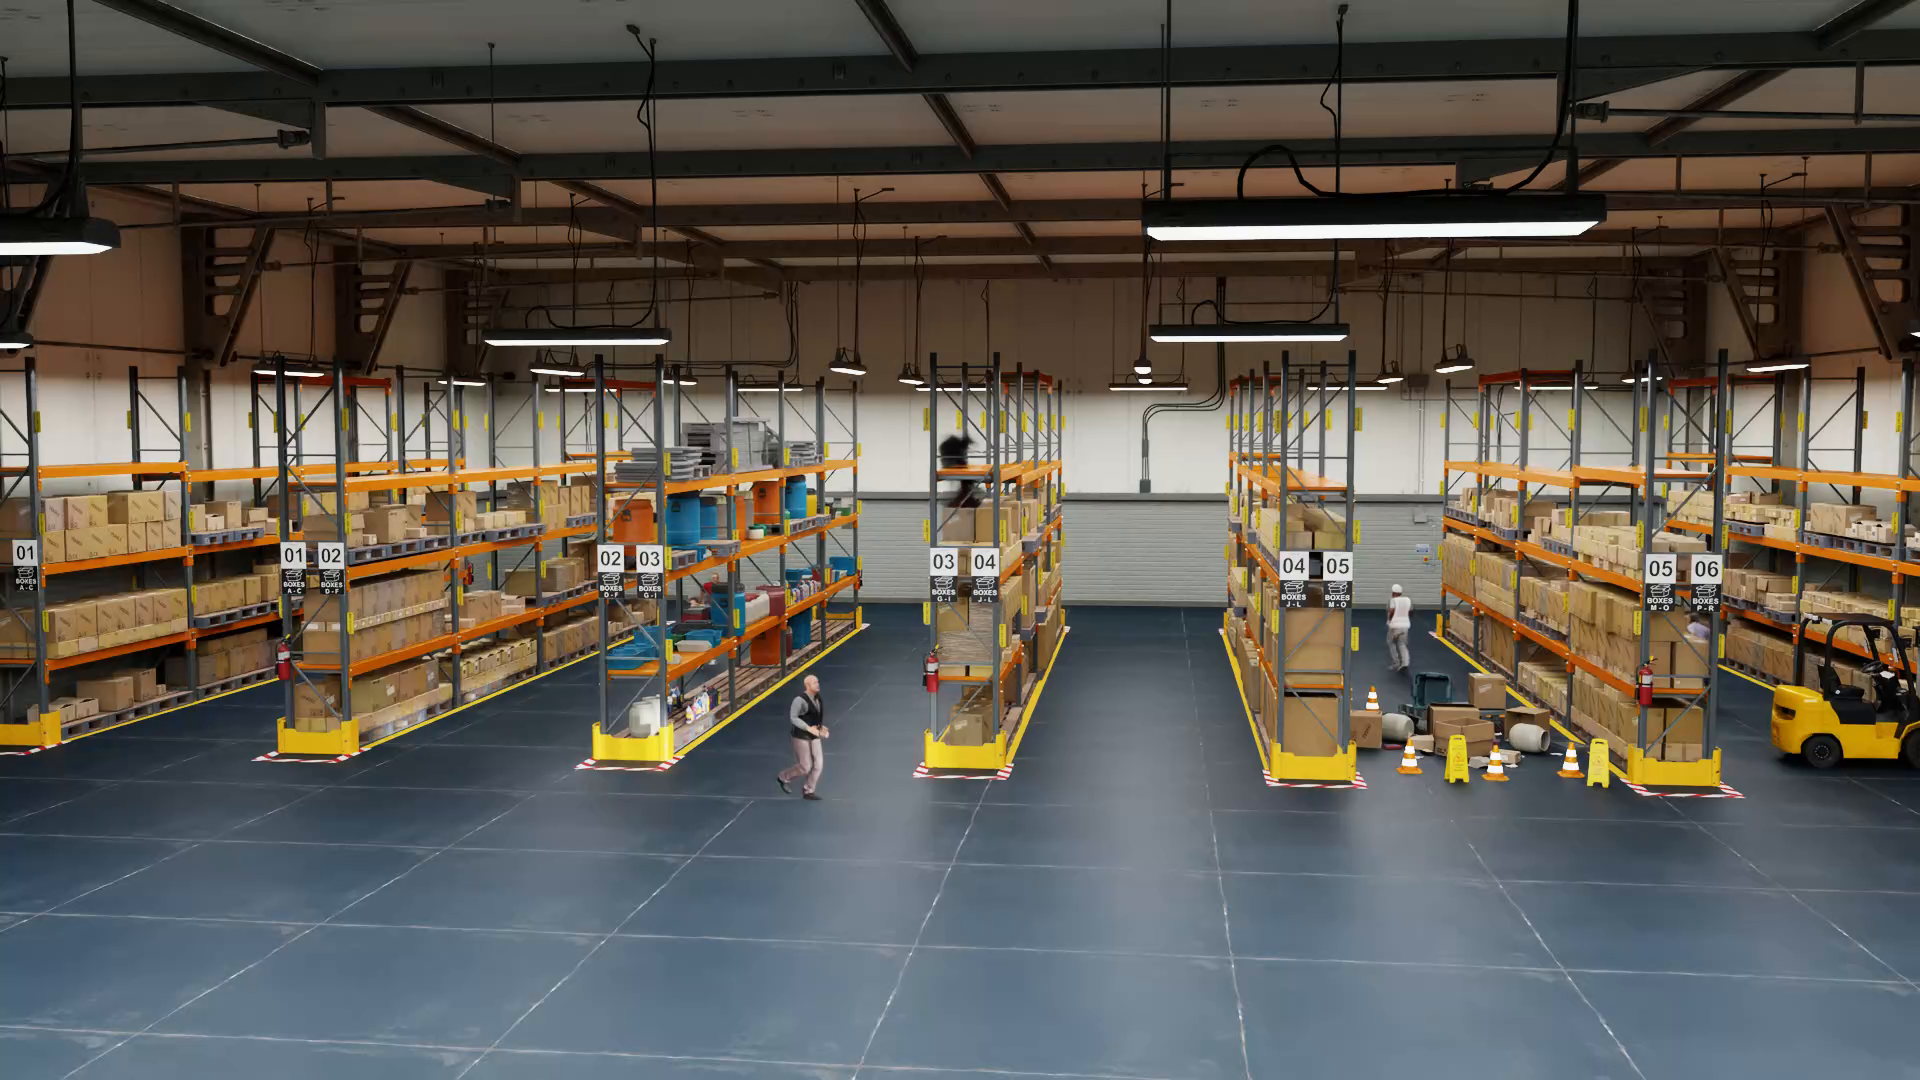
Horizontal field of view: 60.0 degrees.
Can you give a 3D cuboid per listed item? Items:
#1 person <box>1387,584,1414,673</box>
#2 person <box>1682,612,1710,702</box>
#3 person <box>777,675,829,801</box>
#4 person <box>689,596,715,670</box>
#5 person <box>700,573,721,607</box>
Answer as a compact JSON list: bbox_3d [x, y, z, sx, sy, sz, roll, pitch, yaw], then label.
[{"bbox_3d":[8.823,1.771,33.182,0.647,1.746,0.860,-1,4,-11],"label":"person"},{"bbox_3d":[13.155,2.110,29.657,0.601,1.626,0.947,0,4,-5],"label":"person"},{"bbox_3d":[-2.084,2.617,22.078,0.758,1.674,0.654,3,5,35],"label":"person"},{"bbox_3d":[-5.272,1.862,33.694,0.595,1.519,0.840,-1,4,-7],"label":"person"},{"bbox_3d":[-5.484,1.557,37.176,0.655,1.651,0.737,-1,4,-9],"label":"person"}]
